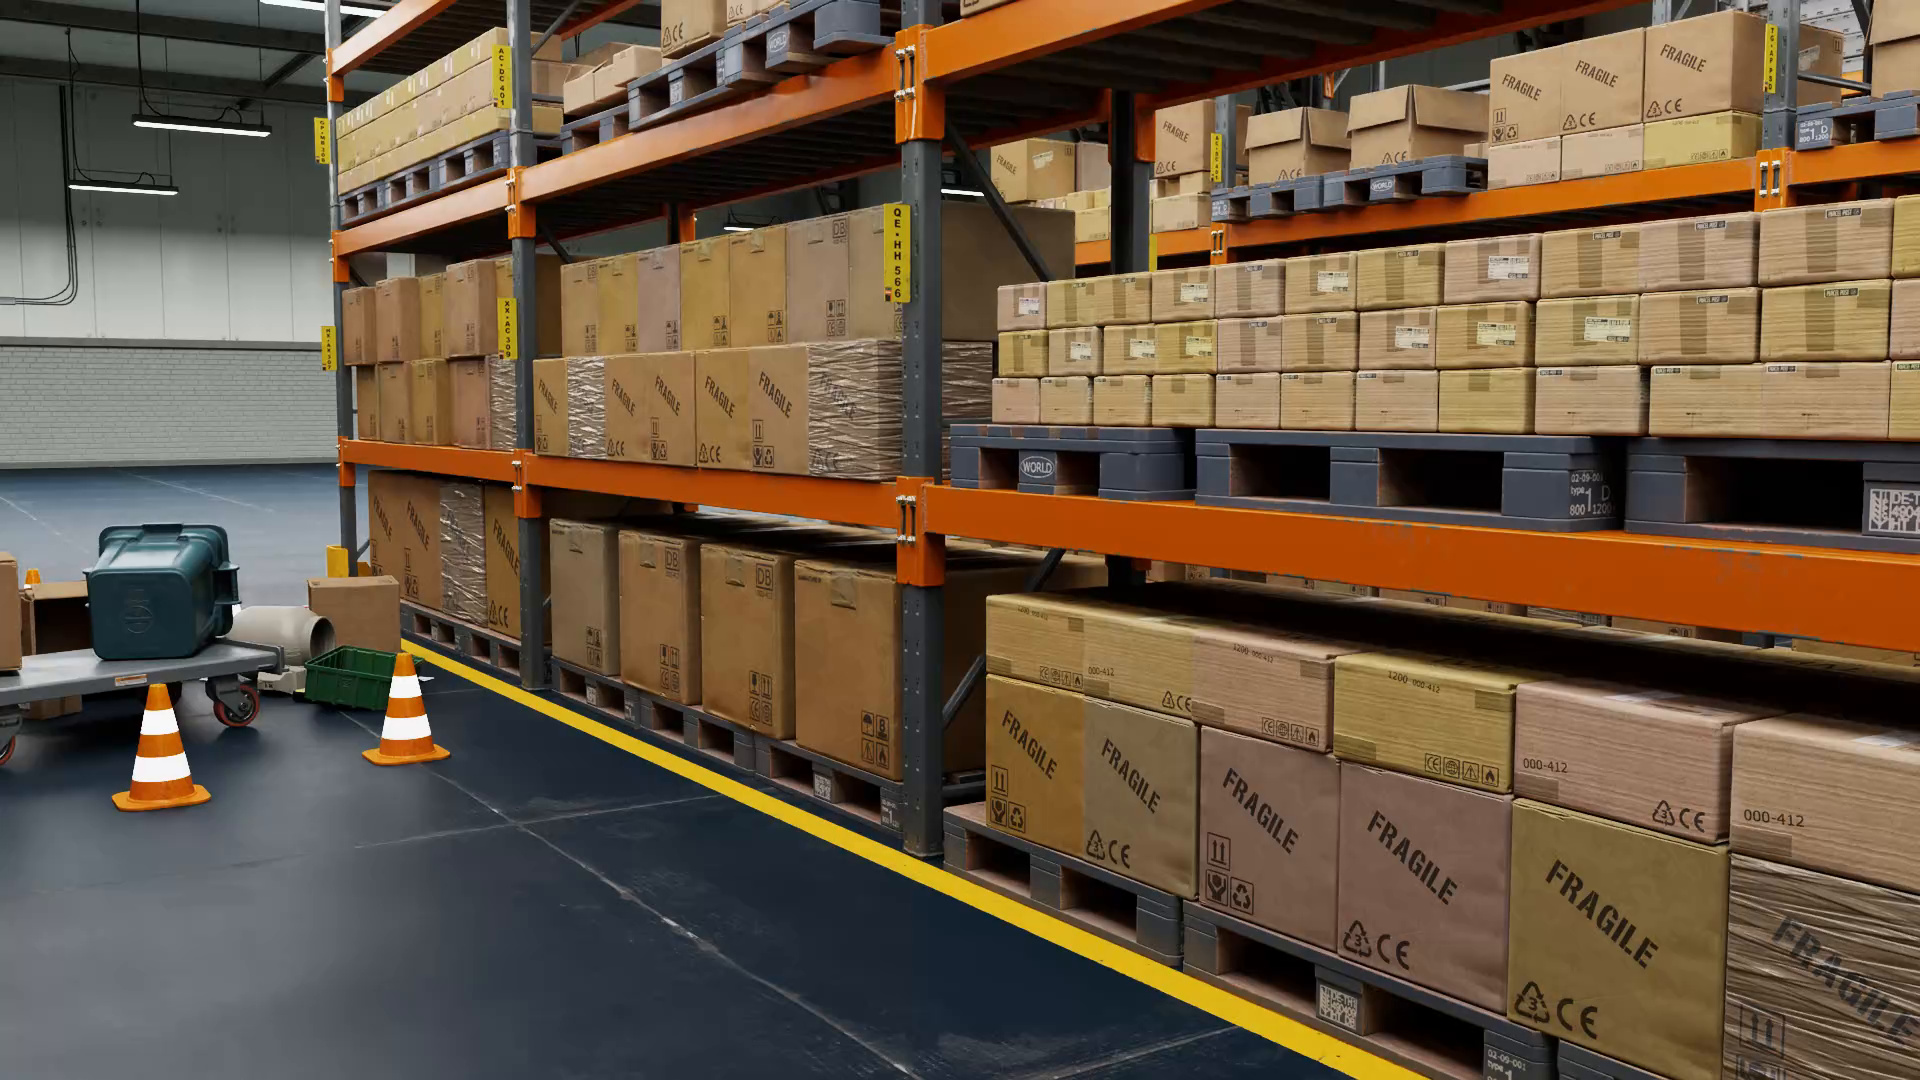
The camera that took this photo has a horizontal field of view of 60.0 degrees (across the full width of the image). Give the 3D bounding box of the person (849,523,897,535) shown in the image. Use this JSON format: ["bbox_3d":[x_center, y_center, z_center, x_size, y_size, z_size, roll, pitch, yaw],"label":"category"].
[{"bbox_3d":[-0.455,-0.078,9.961,0.453,1.668,0.533,5,7,44],"label":"person"}]
